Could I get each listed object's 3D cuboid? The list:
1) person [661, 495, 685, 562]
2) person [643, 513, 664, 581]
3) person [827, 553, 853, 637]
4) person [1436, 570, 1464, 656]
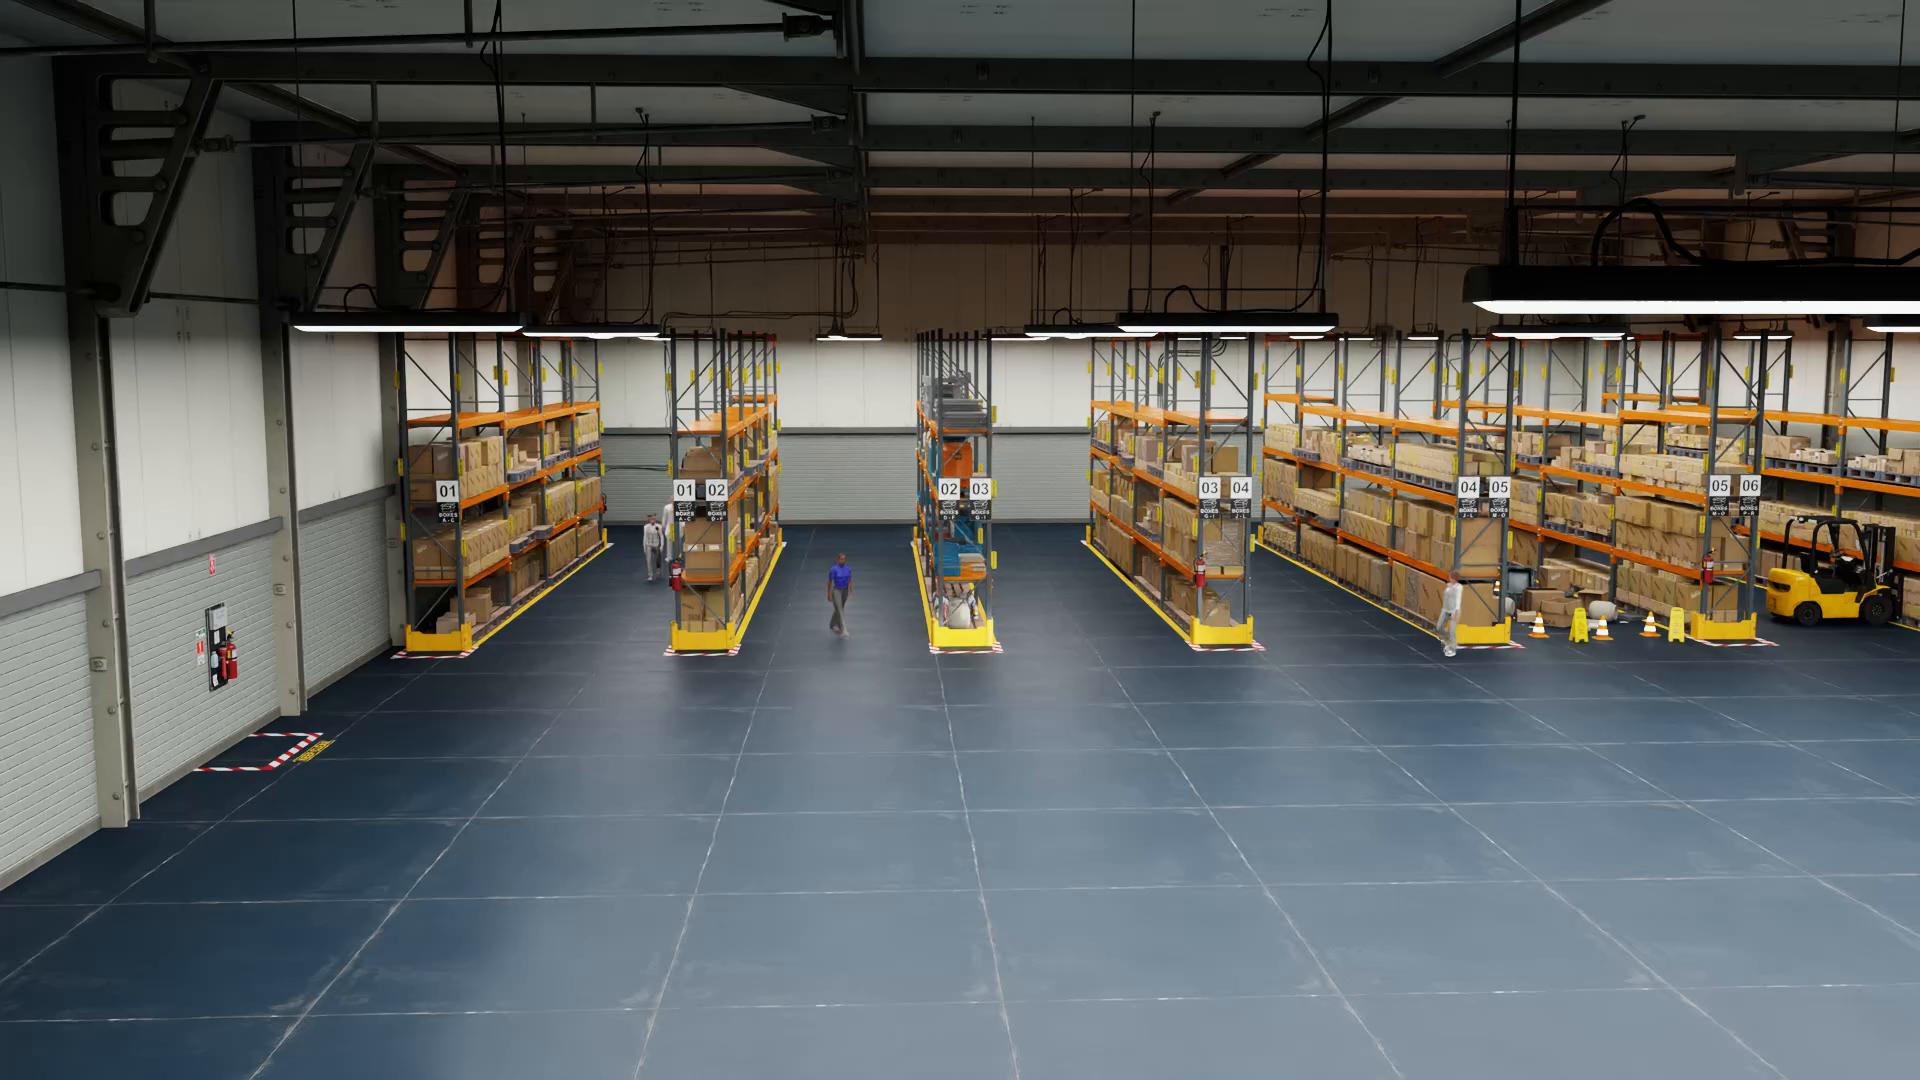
[{"bbox_3d":[-7.567,-0.329,43.886,0.694,1.713,1.129,0,7,0],"label":"person"},{"bbox_3d":[-7.449,0.138,40.433,0.490,1.626,0.872,-1,7,-5],"label":"person"},{"bbox_3d":[-2.343,1.048,32.730,0.490,1.605,0.954,-6,9,-41],"label":"person"},{"bbox_3d":[8.977,1.358,30.406,0.389,1.552,0.422,-5,9,-39],"label":"person"}]
